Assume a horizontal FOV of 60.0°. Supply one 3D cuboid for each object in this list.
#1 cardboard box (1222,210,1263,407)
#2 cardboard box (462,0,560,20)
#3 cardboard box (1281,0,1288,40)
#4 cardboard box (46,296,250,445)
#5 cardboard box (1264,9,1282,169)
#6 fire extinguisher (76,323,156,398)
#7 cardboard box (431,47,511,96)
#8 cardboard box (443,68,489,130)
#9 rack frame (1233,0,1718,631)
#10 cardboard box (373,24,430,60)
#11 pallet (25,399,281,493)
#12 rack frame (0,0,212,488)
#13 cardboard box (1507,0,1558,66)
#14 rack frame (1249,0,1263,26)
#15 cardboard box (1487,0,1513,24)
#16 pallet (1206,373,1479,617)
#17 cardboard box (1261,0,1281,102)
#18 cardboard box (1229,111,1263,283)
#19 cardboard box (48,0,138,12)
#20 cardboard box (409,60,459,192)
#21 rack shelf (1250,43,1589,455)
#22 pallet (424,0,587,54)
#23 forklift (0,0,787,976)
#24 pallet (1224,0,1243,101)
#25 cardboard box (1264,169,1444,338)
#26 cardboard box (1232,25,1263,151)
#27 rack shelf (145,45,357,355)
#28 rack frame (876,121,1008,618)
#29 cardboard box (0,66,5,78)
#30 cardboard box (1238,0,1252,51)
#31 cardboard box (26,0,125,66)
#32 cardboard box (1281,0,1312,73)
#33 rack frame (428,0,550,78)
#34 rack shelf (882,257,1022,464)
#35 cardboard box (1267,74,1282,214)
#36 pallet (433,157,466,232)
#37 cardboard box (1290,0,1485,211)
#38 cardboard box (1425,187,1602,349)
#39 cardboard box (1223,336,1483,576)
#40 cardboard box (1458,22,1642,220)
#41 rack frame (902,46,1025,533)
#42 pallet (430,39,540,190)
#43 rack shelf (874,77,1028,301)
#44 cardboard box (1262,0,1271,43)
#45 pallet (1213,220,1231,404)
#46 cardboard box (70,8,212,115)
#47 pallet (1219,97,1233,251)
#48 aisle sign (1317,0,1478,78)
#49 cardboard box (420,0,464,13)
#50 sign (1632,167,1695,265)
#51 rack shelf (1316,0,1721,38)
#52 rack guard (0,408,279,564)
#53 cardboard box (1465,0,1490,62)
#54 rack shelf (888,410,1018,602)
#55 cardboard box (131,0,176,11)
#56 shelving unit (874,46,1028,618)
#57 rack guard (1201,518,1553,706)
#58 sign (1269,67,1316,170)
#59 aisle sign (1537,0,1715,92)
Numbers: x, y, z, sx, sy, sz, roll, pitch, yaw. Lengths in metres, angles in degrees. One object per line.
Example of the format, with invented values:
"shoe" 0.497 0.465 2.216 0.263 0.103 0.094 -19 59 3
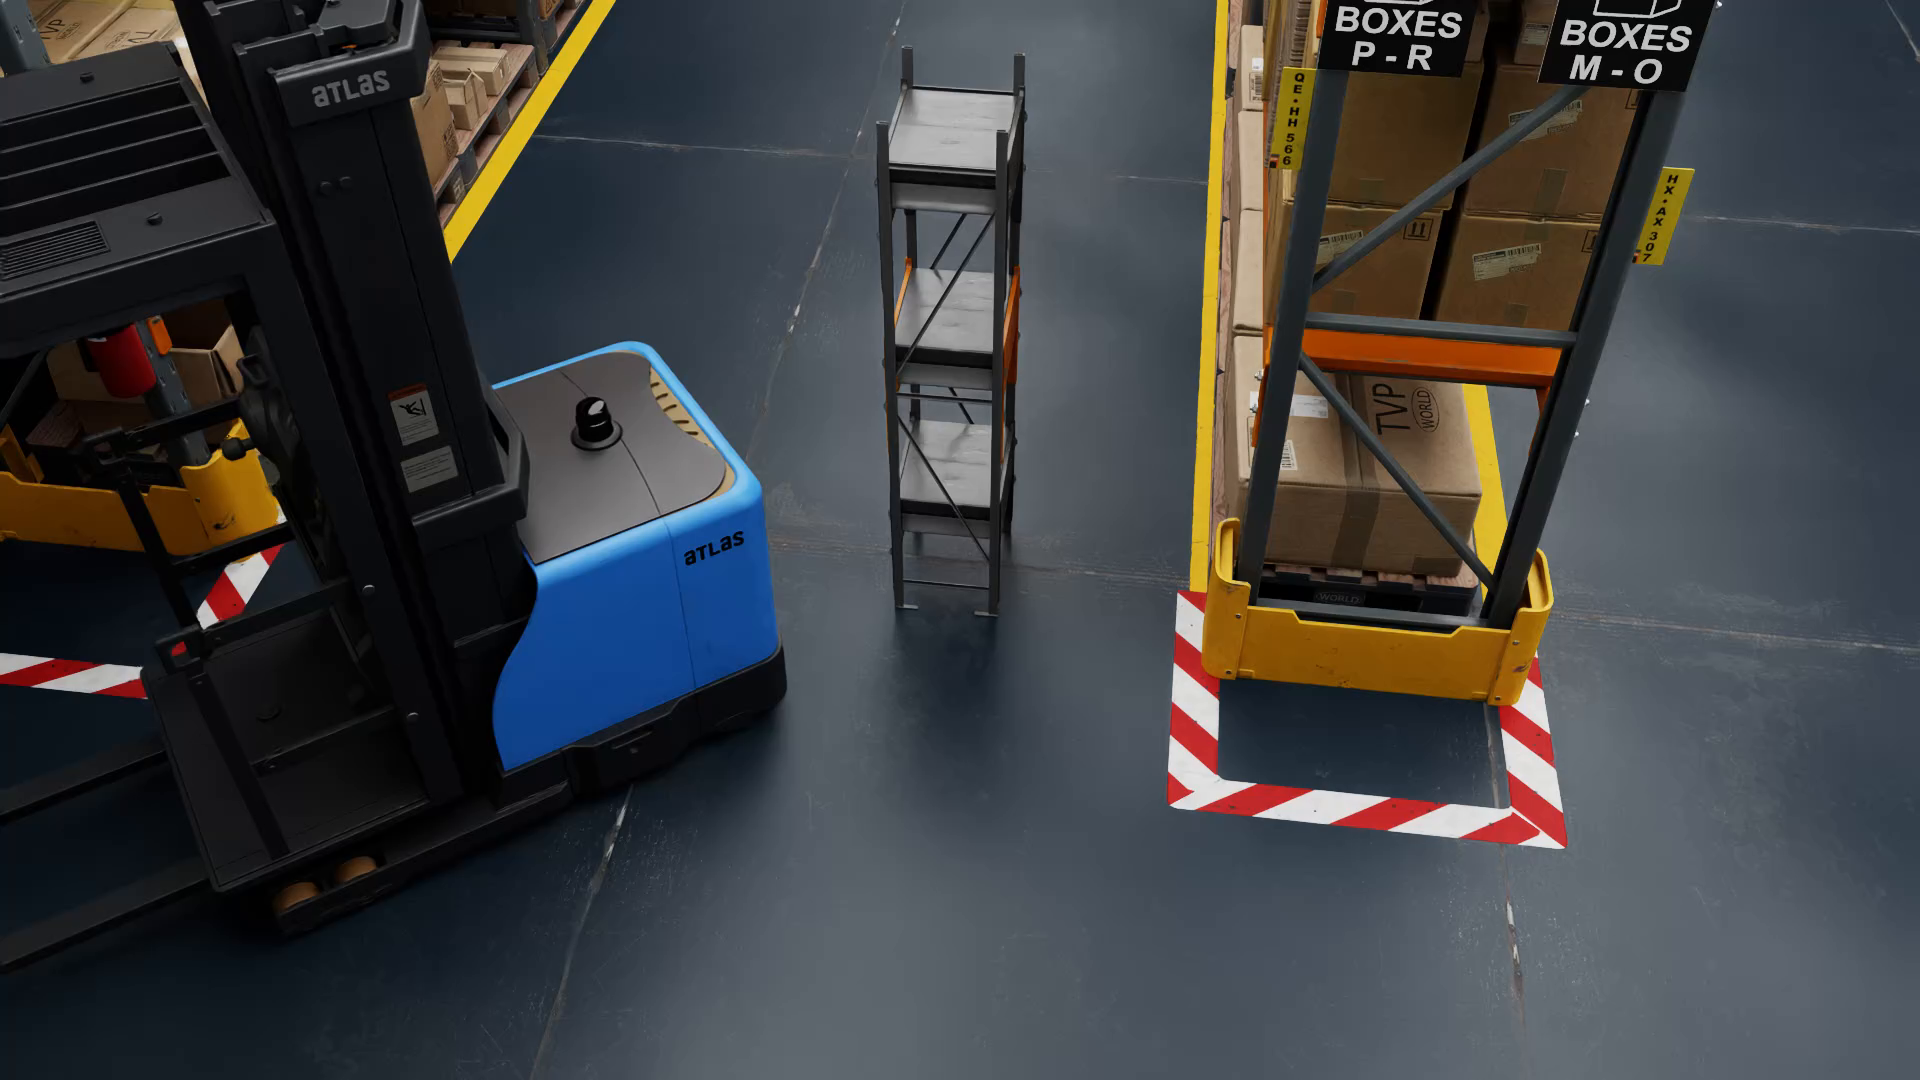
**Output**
"cardboard box" 1.608 -0.965 7.145 0.875 0.438 0.875 6 44 7
"cardboard box" -2.597 -3.388 9.659 0.500 0.500 0.500 7 44 7
"cardboard box" 1.444 -2.105 5.991 0.500 0.500 0.500 5 44 5
"cardboard box" -3.238 -0.762 6.884 0.797 0.503 0.637 4 44 4
"cardboard box" 1.448 -1.741 6.334 0.500 0.500 0.500 6 44 7
"fire extinguisher" -2.975 -0.802 5.743 0.296 0.674 0.183 5 44 6
"cardboard box" -2.667 -2.545 9.024 0.380 0.149 0.250 4 44 4
"cardboard box" -2.714 -2.344 8.727 0.396 0.266 0.258 7 44 7
"rack frame" 1.507 -0.659 5.265 1.000 3.000 0.127 5 44 6
"cardboard box" -3.206 -2.581 8.945 0.500 0.311 0.500 7 44 7
"pallet" -3.299 -0.691 7.326 1.003 0.211 1.213 5 44 6
"rack frame" -3.413 -1.108 5.739 1.000 3.000 0.127 5 44 6
"cardboard box" 1.829 -1.511 4.892 0.380 0.149 0.250 6 44 6
"rack frame" 2.036 -3.385 8.144 1.000 3.000 0.127 5 44 6
"cardboard box" 1.793 -1.696 5.088 0.380 0.149 0.250 6 44 7
"pallet" 1.536 -0.199 6.807 1.003 0.211 1.213 5 44 6
"cardboard box" 1.504 -2.094 6.707 0.500 0.500 0.500 6 44 7
"cardboard box" 1.729 -1.579 7.794 0.875 0.438 0.875 4 44 4
"cardboard box" -3.476 -2.188 6.771 0.500 0.250 0.500 7 44 7
"cardboard box" -2.950 -2.048 8.243 0.700 0.500 0.500 4 44 4
"rack shelf" 1.772 -1.761 6.952 1.077 0.370 4.000 5 44 6
"pallet" -2.814 -3.379 10.165 1.003 0.211 1.213 5 44 6
"forklift" -2.156 -0.210 4.840 3.031 2.935 1.130 -23 48 -22
"pallet" 2.064 -2.906 9.665 1.003 0.211 1.213 5 44 6
"cardboard box" 1.309 -1.048 5.603 0.500 0.500 0.500 5 44 6
"cardboard box" 1.847 -2.189 8.439 0.875 0.438 0.875 5 44 5
"rack shelf" -3.149 -2.210 7.425 1.077 0.370 4.000 5 44 6
"rack frame" -0.054 -0.483 5.733 0.400 2.100 0.015 5 44 6
"cardboard box" -3.615 -1.499 6.044 0.500 0.250 0.500 6 44 7
"cardboard box" 2.039 -3.196 9.184 0.875 0.875 0.875 6 44 7
"cardboard box" -3.546 -1.850 6.415 0.500 0.250 0.500 5 44 6
"cardboard box" 1.375 -1.768 5.635 0.500 0.500 0.500 5 44 6
"rack frame" -2.884 -3.834 8.618 1.000 3.000 0.127 5 44 6
"rack shelf" -0.022 -0.640 5.918 0.431 0.518 0.480 5 44 6
"cardboard box" 1.390 -1.389 5.963 0.500 0.500 0.500 4 44 5
"pallet" -3.135 -1.520 8.202 1.003 0.211 1.213 5 44 6
"cardboard box" 1.335 -1.409 5.256 0.500 0.500 0.500 7 44 7
"cardboard box" 1.855 -0.997 5.548 0.500 0.500 0.500 5 44 5
"cardboard box" 1.496 -0.340 6.486 0.875 0.438 0.875 4 44 4
"cardboard box" 1.853 -1.360 5.205 0.500 0.500 0.500 4 44 5
"rack frame" 0.010 -0.816 6.085 0.400 2.100 0.015 5 44 6
"pallet" -2.976 -2.353 9.082 1.003 0.211 1.213 5 44 6
"rack shelf" -0.022 -1.148 5.437 0.431 0.518 0.480 5 44 6
"cardboard box" 1.572 -2.445 7.078 0.500 0.500 0.500 5 44 6
"pallet" 1.699 -1.028 7.682 1.003 0.211 1.213 5 44 6
"cardboard box" -3.020 -1.790 6.351 0.500 0.250 0.500 6 44 6
"pallet" 1.858 -1.862 8.563 1.003 0.211 1.213 5 44 6
"aisle sign" 1.191 -1.582 4.349 0.394 0.787 0.004 5 44 6
"cardboard box" -3.113 -3.440 9.714 0.500 0.500 0.500 5 44 5
"sign" 2.057 -0.948 4.882 0.100 0.325 0.005 5 44 6
"rack shelf" 1.772 -2.850 5.920 1.077 0.370 4.000 5 44 6
"rack guard" -3.403 -0.252 6.653 1.175 0.500 0.348 5 44 6
"cardboard box" 1.356 -1.557 4.941 0.380 0.149 0.250 6 44 6
"rack shelf" -0.022 -0.131 6.400 0.431 0.518 0.480 5 44 6
"cardboard box" -2.956 -2.136 6.717 0.500 0.250 0.500 4 44 5
"shelving unit" -0.022 -0.650 5.909 0.431 2.100 0.503 5 44 6
"rack guard" 1.504 0.265 6.107 1.175 0.500 0.348 5 44 6
"sign" 0.971 -1.225 4.847 0.100 0.325 0.005 5 44 6
"aisle sign" 1.785 -1.528 4.291 0.394 0.787 0.004 5 44 6
